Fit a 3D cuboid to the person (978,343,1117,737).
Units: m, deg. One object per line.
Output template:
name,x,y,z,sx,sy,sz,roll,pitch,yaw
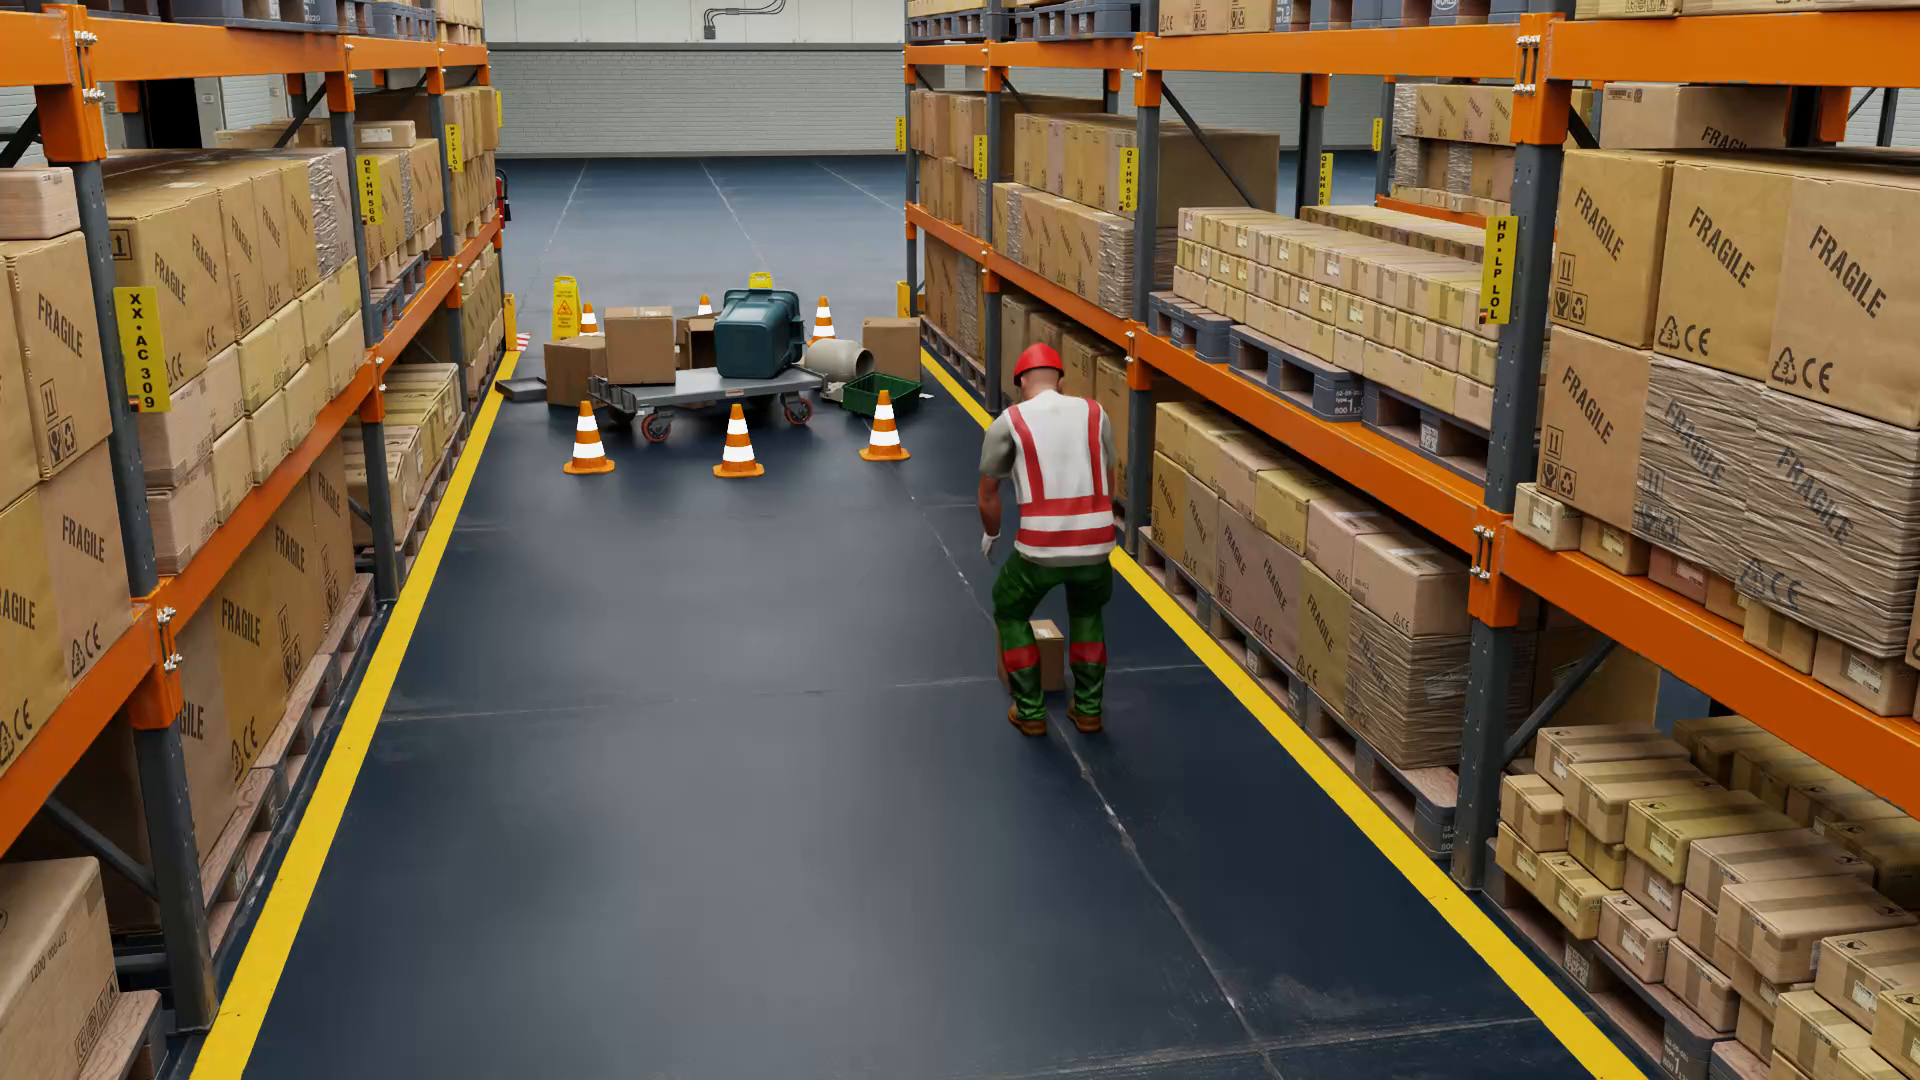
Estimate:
person,0.360,0.007,6.847,0.575,1.578,0.647,-3,16,-9
